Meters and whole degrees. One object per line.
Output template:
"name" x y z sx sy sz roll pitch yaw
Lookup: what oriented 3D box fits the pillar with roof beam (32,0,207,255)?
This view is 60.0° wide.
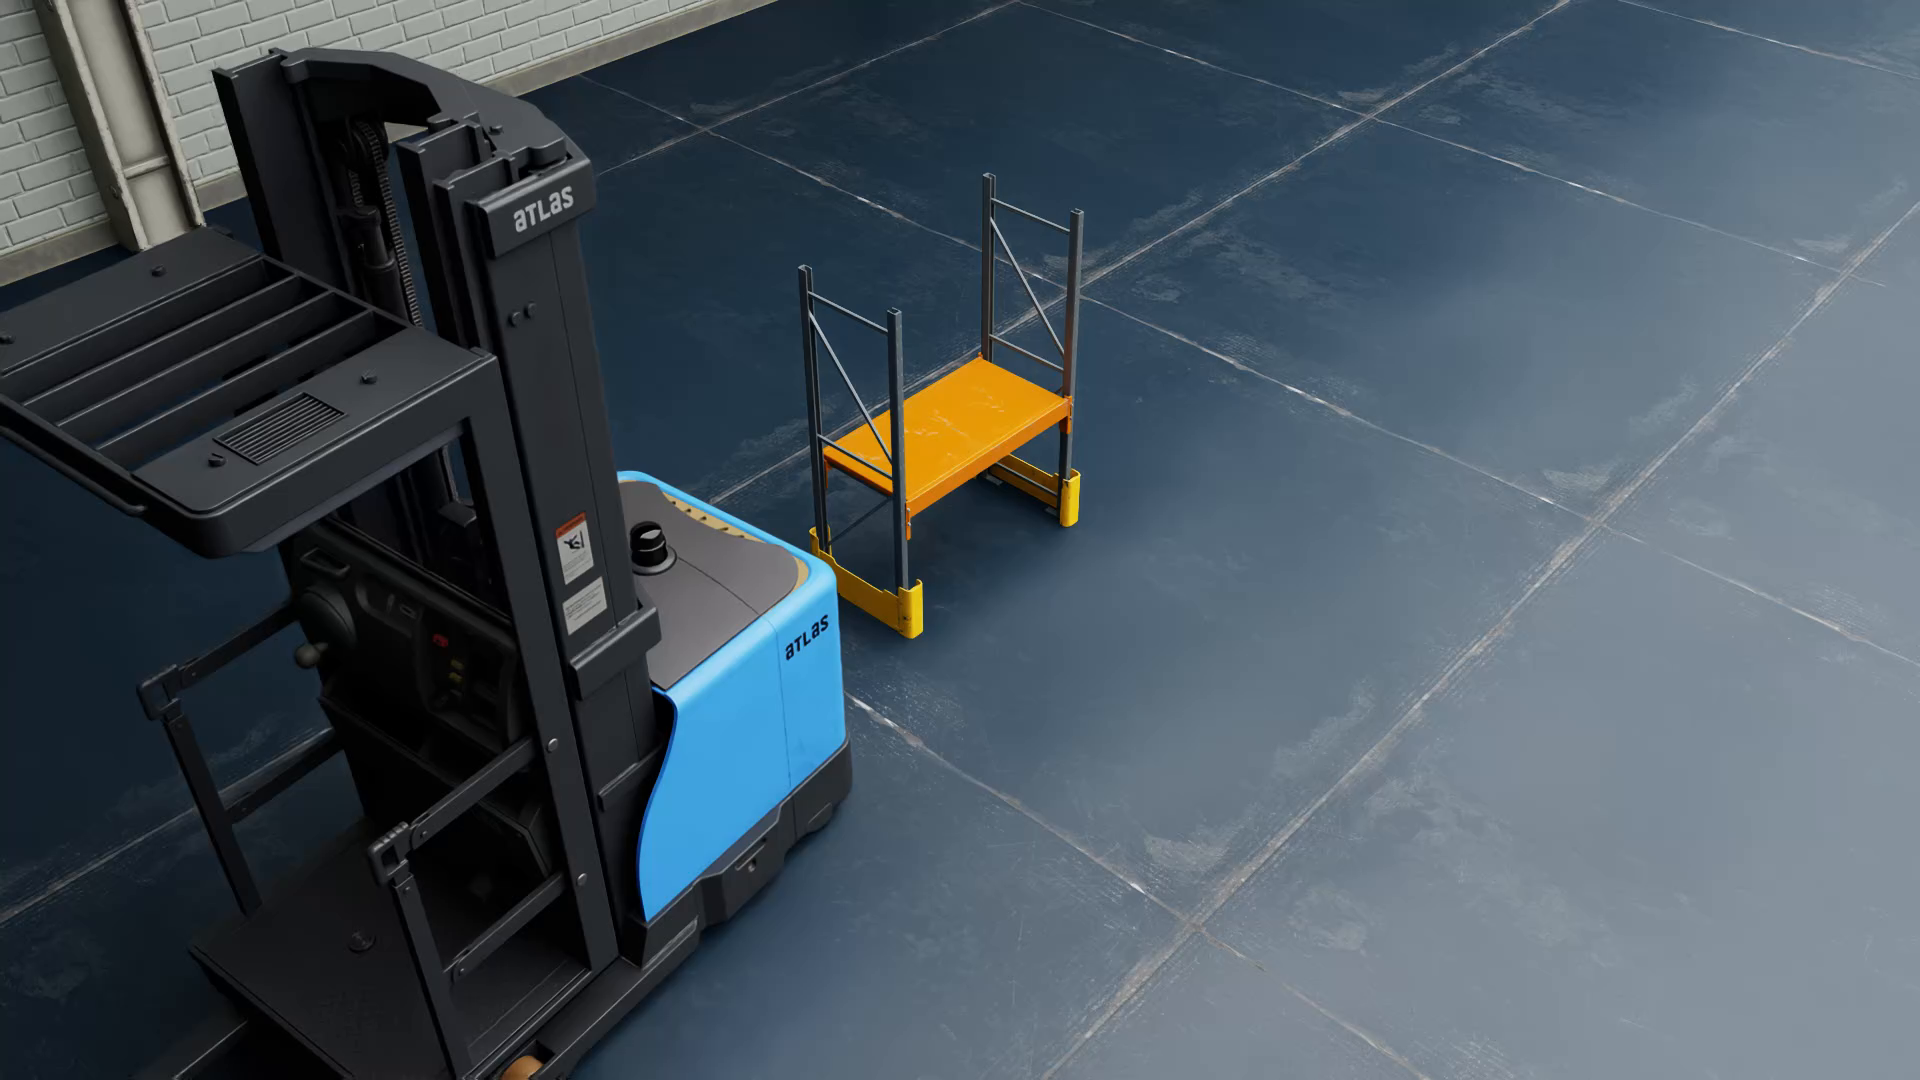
"pillar with roof beam" -1.328 -3.426 4.328 9.100 9.000 0.400 30 47 32

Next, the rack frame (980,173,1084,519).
"rack frame" 0.285 -0.781 7.028 0.500 1.500 0.032 30 47 32

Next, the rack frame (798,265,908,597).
"rack frame" -0.401 -0.314 6.440 0.500 1.500 0.032 30 47 32

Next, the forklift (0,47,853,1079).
"forklift" -1.668 0.340 4.468 1.130 2.935 3.031 25 45 28

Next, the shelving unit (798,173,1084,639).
"shelving unit" -0.051 -0.552 6.739 0.587 1.500 1.083 30 47 32

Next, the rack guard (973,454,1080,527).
"rack guard" 0.285 -0.292 7.416 0.587 0.250 0.087 30 47 32

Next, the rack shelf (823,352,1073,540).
"rack shelf" -0.058 -0.407 6.846 0.538 0.185 1.000 30 47 32

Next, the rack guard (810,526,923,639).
"rack guard" -0.387 0.166 6.840 0.587 0.250 0.087 30 47 32
